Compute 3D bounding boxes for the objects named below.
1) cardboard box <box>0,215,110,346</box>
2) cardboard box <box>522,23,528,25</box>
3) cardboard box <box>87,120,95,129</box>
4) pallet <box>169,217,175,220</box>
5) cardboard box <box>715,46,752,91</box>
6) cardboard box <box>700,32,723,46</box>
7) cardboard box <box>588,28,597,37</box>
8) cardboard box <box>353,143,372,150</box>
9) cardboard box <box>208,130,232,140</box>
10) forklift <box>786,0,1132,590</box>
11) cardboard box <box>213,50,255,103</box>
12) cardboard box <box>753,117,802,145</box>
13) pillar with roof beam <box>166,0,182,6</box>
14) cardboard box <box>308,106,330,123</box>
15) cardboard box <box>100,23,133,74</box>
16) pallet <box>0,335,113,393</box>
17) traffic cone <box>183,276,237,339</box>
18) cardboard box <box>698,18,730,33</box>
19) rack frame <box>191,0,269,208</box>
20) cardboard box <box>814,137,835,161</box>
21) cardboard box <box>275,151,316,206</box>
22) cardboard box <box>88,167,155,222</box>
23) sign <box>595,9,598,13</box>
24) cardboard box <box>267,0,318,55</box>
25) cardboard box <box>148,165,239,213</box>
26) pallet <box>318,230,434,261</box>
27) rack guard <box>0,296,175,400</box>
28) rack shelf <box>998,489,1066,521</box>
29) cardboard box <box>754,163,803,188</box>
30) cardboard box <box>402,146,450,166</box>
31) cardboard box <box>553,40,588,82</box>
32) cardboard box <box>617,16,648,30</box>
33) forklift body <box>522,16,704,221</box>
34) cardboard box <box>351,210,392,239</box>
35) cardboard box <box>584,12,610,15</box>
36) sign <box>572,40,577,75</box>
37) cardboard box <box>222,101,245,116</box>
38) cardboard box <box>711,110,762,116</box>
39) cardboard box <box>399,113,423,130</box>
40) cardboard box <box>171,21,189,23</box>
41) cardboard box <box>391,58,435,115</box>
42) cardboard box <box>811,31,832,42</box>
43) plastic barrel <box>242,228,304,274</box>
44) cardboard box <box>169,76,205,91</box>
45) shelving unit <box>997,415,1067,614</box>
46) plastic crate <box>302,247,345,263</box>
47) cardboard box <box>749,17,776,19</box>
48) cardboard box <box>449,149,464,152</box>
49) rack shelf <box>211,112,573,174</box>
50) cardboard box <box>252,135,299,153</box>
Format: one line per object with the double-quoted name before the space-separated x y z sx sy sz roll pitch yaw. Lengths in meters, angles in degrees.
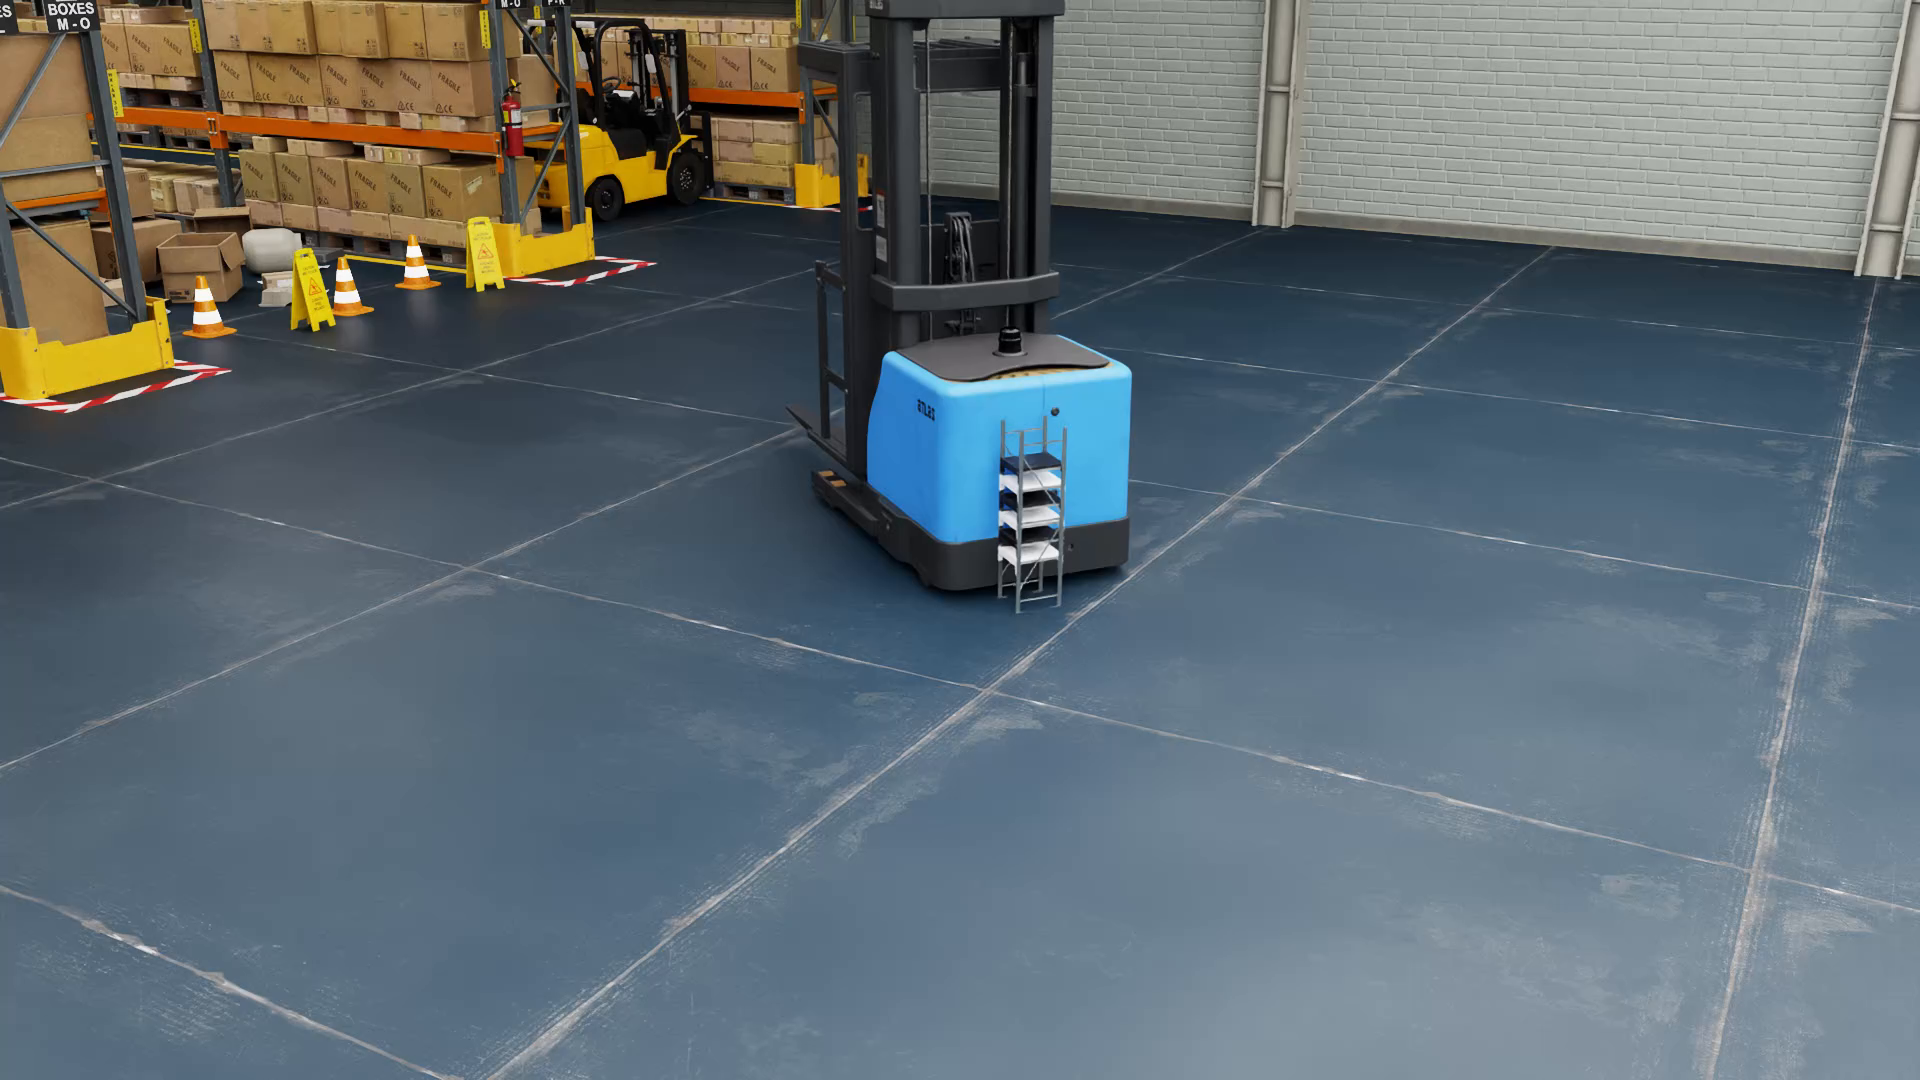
"cardboard box" -6.940 -1.869 12.120 0.875 0.875 0.875 11 23 28
"cardboard box" -5.694 -6.788 22.081 0.250 0.149 0.380 11 23 27
"cardboard box" -13.420 -6.773 26.189 0.500 0.500 0.700 10 22 25
"pallet" -9.232 -3.754 18.905 1.213 0.211 1.003 11 23 27
"cardboard box" -2.579 -5.686 19.995 0.500 0.500 0.500 12 23 29
"cardboard box" -2.913 -6.043 20.026 0.250 0.149 0.380 10 22 26
"cardboard box" -4.447 -6.355 20.887 0.250 0.149 0.380 11 23 27
"cardboard box" -6.390 -3.888 17.502 0.500 0.500 0.500 11 23 28
"cardboard box" -10.833 -6.247 24.738 0.500 0.500 0.500 10 22 26
"forklift" -0.199 -1.600 8.978 1.130 2.935 3.031 -8 22 -22
"cardboard box" -7.234 -4.764 17.017 0.500 0.500 0.500 11 23 27
"cardboard box" -2.127 -4.905 19.938 0.500 0.250 0.500 12 23 29
"pillar with roof beam" -14.317 -9.465 21.761 0.400 9.000 9.100 11 23 27
"cardboard box" -6.252 -4.252 16.556 0.250 0.149 0.380 11 23 28
"cardboard box" -8.879 -5.296 17.867 0.500 0.500 0.500 12 23 29
"pallet" -7.052 -1.376 12.350 1.213 0.211 1.003 11 23 27
"traffic cone" -6.087 -1.896 13.414 0.334 0.463 0.336 11 23 27
"cardboard box" -2.923 -6.176 19.958 0.250 0.149 0.380 11 23 29
"rack frame" -7.482 -4.733 17.515 0.127 3.000 1.000 11 23 27
"cardboard box" -1.882 -4.826 20.455 0.500 0.250 0.500 11 23 28
"cardboard box" -6.626 -3.727 17.056 0.500 0.500 0.500 12 23 29
"cardboard box" -8.324 -3.379 16.337 0.500 0.500 0.500 11 23 27
"sign" -4.796 -6.821 21.885 0.005 0.325 0.100 11 23 27
"cardboard box" -6.344 -5.069 16.392 0.500 0.500 0.700 10 22 26
"cardboard box" -8.571 -3.900 18.457 0.625 0.372 0.950 12 23 31
"pallet" -5.810 -3.119 17.153 1.213 0.211 1.003 11 23 27
"rack guard" -6.295 -1.399 11.988 0.348 0.500 1.175 11 23 27
"rack shelf" 0.338 -0.172 7.846 0.258 0.077 0.200 -8 23 -22
"cardboard box" -2.137 -4.435 20.110 0.500 0.250 0.500 11 23 28
"cardboard box" -5.170 -3.727 16.106 0.250 0.149 0.380 12 23 29
"cardboard box" -4.805 -6.107 21.156 0.500 0.500 0.500 10 22 26
"cardboard box" -4.018 -6.397 20.568 0.250 0.149 0.380 10 22 26
"forklift body" -4.118 -4.920 19.273 1.214 2.155 2.313 11 23 27
"cardboard box" -5.735 -3.201 16.708 0.500 0.250 0.500 10 22 25
"cardboard box" -4.639 -6.740 21.514 0.250 0.149 0.380 11 23 27
"sign" -3.726 -4.637 15.979 0.005 0.325 0.100 11 23 27
"cardboard box" -7.364 -4.467 17.150 0.250 0.149 0.380 11 23 27
"cardboard box" -2.770 -5.226 20.823 0.500 0.250 0.500 11 22 27
"cardboard box" -5.149 -4.040 15.973 0.250 0.149 0.380 11 23 28
"cardboard box" -8.189 -5.364 18.055 0.500 0.500 0.500 11 23 27
"cardboard box" -5.033 -4.348 15.869 0.500 0.500 0.500 11 23 27
"cardboard box" -1.743 -6.032 19.997 0.250 0.149 0.380 10 22 26
"plastic barrel" -6.532 -2.750 15.825 0.512 0.421 0.421 -7 21 -20
"cardboard box" -8.066 -4.816 17.496 0.250 0.149 0.380 11 23 28
"shelving unit" 0.338 -0.119 7.867 0.258 0.900 0.210 -8 23 -22
"plastic crate" -6.512 -2.856 16.620 0.583 0.080 0.402 3 20 9
"cardboard box" -2.420 -6.296 20.290 0.250 0.149 0.380 11 23 28
"cardboard box" -6.857 -5.632 22.859 0.625 0.625 0.875 10 22 25
"rack shelf" -5.736 -4.063 16.721 4.000 0.370 1.077 11 23 27
"cardboard box" -7.019 -4.078 17.075 0.250 0.149 0.380 11 23 28
